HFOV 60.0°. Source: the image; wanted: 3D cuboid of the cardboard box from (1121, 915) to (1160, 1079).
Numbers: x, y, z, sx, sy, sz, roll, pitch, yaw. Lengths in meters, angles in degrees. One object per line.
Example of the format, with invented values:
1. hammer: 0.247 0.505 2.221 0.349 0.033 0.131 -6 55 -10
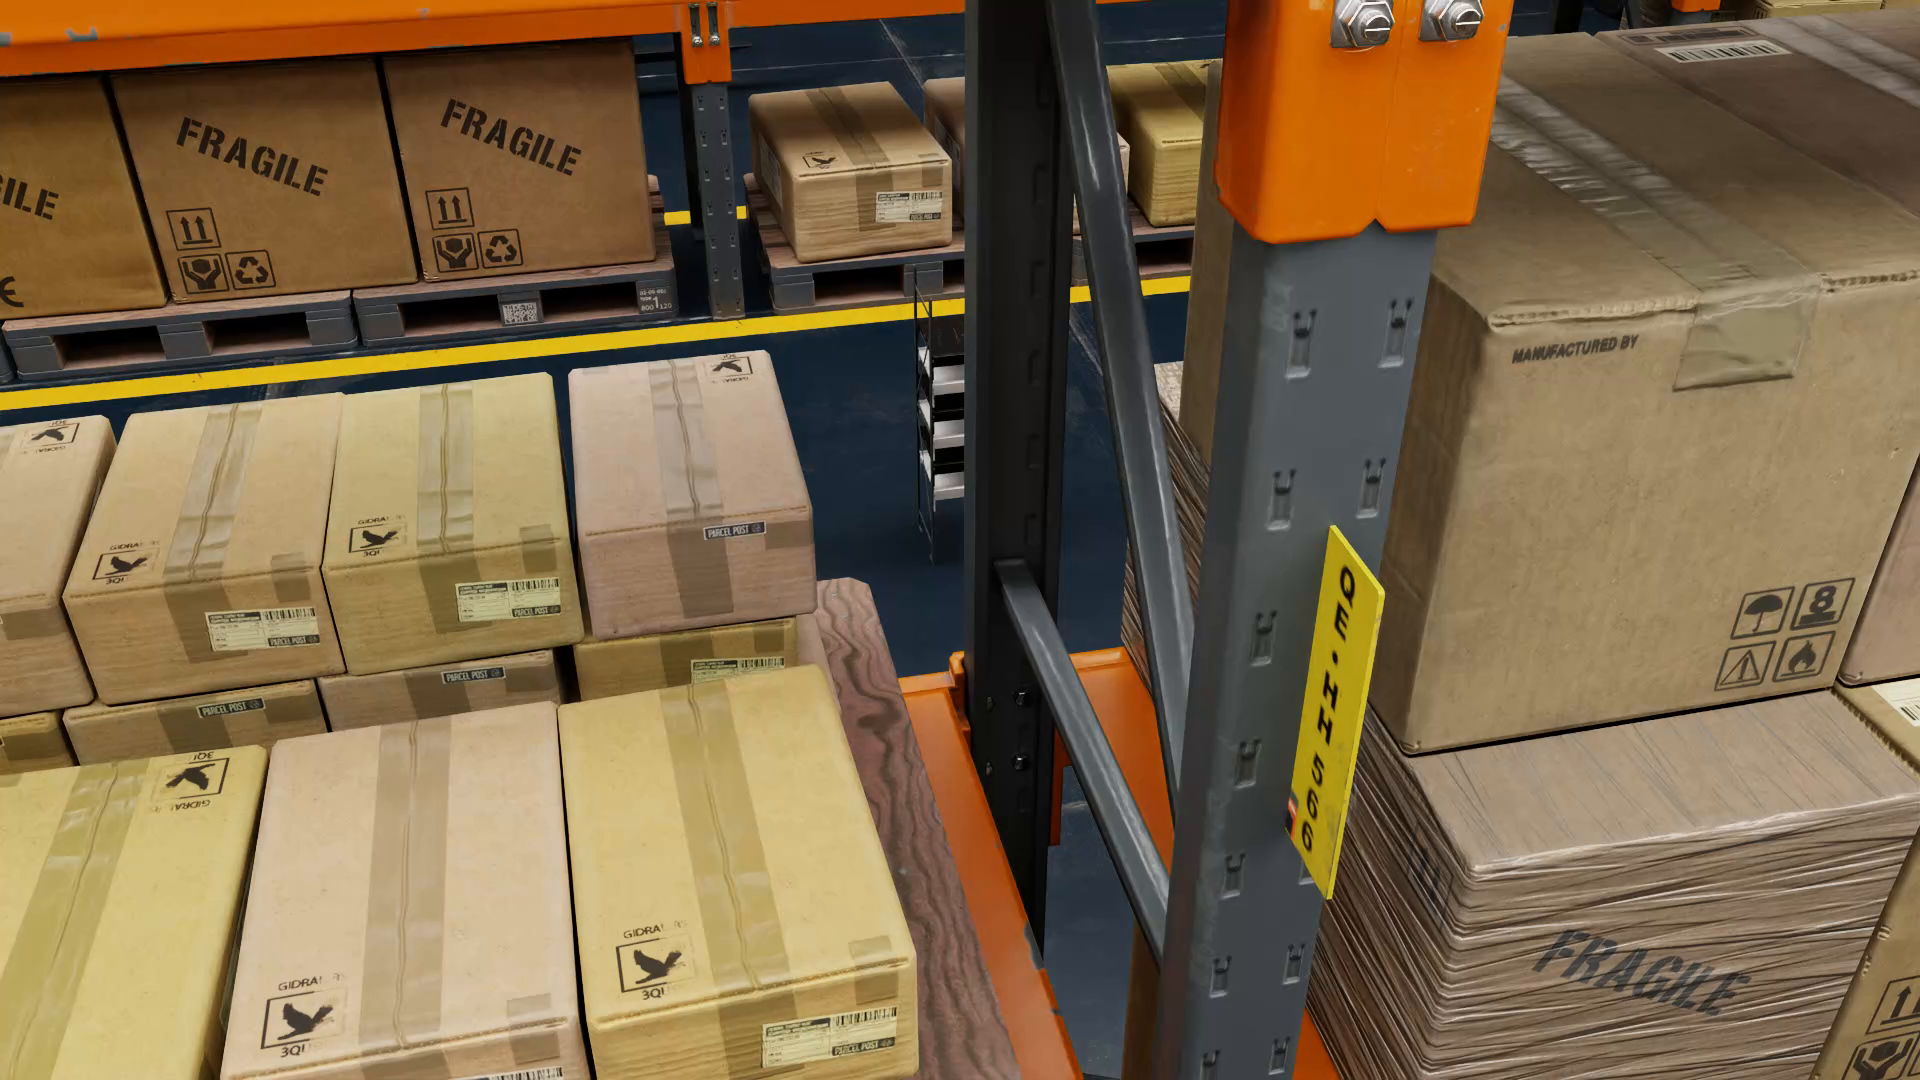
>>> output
1. cardboard box: 0.789 1.035 2.658 0.750 0.750 1.050 -8 35 -11

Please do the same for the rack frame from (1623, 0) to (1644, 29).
1. rack frame: 2.885 -2.870 6.835 0.053 2.616 0.949 -7 35 -11

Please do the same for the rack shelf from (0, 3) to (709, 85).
1. rack shelf: -2.966 -1.832 5.934 4.000 0.370 1.077 -7 35 -11

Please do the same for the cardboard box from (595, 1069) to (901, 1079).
1. cardboard box: -0.206 0.416 1.520 0.250 0.149 0.380 -6 34 -10

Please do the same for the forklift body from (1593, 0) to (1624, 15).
1. forklift body: 4.242 -4.480 9.996 1.214 2.155 2.313 -7 35 -11

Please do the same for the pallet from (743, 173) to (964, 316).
1. pallet: -0.253 -1.314 7.019 1.213 0.211 1.003 -7 35 -11

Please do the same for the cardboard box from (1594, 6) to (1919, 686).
1. cardboard box: 1.108 -0.268 1.971 0.500 0.500 0.700 -8 35 -11

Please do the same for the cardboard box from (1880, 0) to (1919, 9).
1. cardboard box: 4.041 -2.211 7.270 0.500 0.500 0.500 -6 34 -9

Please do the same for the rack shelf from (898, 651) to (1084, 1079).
1. rack shelf: -1.775 0.846 1.943 4.000 0.370 1.077 -7 35 -11

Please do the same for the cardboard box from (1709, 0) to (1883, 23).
1. cardboard box: 3.521 -2.138 7.162 0.500 0.500 0.500 -6 34 -8

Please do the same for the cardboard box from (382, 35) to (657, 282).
1. cardboard box: -1.707 -1.629 6.516 0.875 0.875 0.875 -7 35 -11

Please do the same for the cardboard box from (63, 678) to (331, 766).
1. cardboard box: -0.864 0.127 1.951 0.250 0.149 0.380 -8 35 -12

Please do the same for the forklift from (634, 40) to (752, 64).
1. forklift: -2.637 -3.576 8.005 3.031 2.867 1.129 -8 35 -11

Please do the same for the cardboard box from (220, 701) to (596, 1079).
1. cardboard box: -0.447 0.323 1.391 0.250 0.149 0.380 -8 35 -11

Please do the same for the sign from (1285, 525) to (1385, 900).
1. sign: 0.304 0.147 1.371 0.005 0.325 0.100 -7 35 -11

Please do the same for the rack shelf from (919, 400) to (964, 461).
1. rack shelf: -0.008 -0.345 5.016 0.200 0.077 0.258 -7 35 -11

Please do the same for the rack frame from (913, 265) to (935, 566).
1. rack frame: -0.107 -0.360 4.979 0.006 0.900 0.240 -7 35 -11

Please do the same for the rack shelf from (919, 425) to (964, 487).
1. rack shelf: -0.008 -0.270 5.066 0.200 0.077 0.258 -7 35 -11

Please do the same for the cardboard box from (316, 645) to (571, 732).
1. cardboard box: -0.605 0.092 2.002 0.250 0.149 0.380 -6 34 -8

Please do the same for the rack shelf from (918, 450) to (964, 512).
1. rack shelf: -0.008 -0.196 5.117 0.200 0.077 0.258 -7 35 -11

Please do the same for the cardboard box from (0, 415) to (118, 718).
1. cardboard box: -1.078 0.030 1.828 0.250 0.149 0.380 -9 35 -13

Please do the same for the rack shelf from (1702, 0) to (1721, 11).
1. rack shelf: 4.837 -2.816 7.399 4.000 0.370 1.077 -7 35 -11

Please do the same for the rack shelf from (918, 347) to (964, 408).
1. rack shelf: -0.008 -0.494 4.916 0.200 0.077 0.258 -7 35 -11

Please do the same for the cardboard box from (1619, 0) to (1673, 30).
1. cardboard box: 3.404 -2.431 7.599 0.500 0.500 0.500 -8 35 -11

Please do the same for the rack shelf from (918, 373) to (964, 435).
1. rack shelf: -0.008 -0.420 4.966 0.200 0.077 0.258 -7 35 -11

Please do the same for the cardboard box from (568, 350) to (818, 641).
1. cardboard box: -0.322 -0.064 1.968 0.250 0.149 0.380 -7 35 -10

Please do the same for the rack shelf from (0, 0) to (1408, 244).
1. rack shelf: -1.775 -0.400 1.108 4.000 0.370 1.077 -7 35 -11

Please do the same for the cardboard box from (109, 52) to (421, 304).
1. cardboard box: -2.578 -1.522 6.356 0.875 0.875 0.875 -7 34 -10

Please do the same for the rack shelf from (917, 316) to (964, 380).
1. rack shelf: -0.008 -0.569 4.866 0.200 0.077 0.258 -7 35 -11

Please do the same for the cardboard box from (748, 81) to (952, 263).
1. cardboard box: -0.462 -1.524 6.811 0.625 0.372 0.950 -9 35 -14

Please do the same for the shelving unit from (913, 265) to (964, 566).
1. shelving unit: -0.008 -0.373 4.998 0.210 0.900 0.258 -7 35 -11

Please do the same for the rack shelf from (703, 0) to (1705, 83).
1. rack shelf: 0.935 -2.324 6.667 4.000 0.370 1.077 -7 35 -11

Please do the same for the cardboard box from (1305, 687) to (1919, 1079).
1. cardboard box: 0.673 0.351 1.945 0.500 0.500 0.500 -7 34 -10

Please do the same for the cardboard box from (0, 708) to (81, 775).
1. cardboard box: -1.110 0.158 1.904 0.250 0.149 0.380 -7 35 -10

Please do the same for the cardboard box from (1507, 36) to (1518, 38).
1. cardboard box: 2.375 -1.886 7.350 0.625 0.372 0.950 -7 34 -10

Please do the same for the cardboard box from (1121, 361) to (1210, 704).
1. cardboard box: 0.555 0.058 2.382 0.500 0.500 0.500 -7 35 -11

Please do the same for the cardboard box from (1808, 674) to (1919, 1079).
1. cardboard box: 1.168 0.287 2.041 0.500 0.500 0.500 -7 35 -11

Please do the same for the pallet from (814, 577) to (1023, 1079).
1. pallet: -0.496 0.526 1.946 1.003 0.211 1.213 -7 35 -11

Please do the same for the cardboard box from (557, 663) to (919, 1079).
1. cardboard box: -0.202 0.293 1.435 0.250 0.149 0.380 -9 35 -12

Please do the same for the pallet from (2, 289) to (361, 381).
1. pallet: -2.988 -1.015 6.573 1.213 0.211 1.003 -7 35 -11

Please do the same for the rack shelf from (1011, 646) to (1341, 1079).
1. rack shelf: 2.126 0.354 2.676 4.000 0.370 1.077 -7 35 -11

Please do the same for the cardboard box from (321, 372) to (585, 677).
1. cardboard box: -0.580 -0.030 1.917 0.250 0.149 0.380 -8 35 -12

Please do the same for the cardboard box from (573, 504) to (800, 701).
1. cardboard box: -0.340 0.058 2.054 0.250 0.149 0.380 -6 34 -8

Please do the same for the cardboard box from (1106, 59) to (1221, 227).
1. cardboard box: 0.997 -1.709 7.087 0.625 0.372 0.950 -6 34 -9

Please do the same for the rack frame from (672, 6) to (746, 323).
1. rack frame: -1.015 -2.377 6.100 0.127 3.000 1.000 -7 35 -11
